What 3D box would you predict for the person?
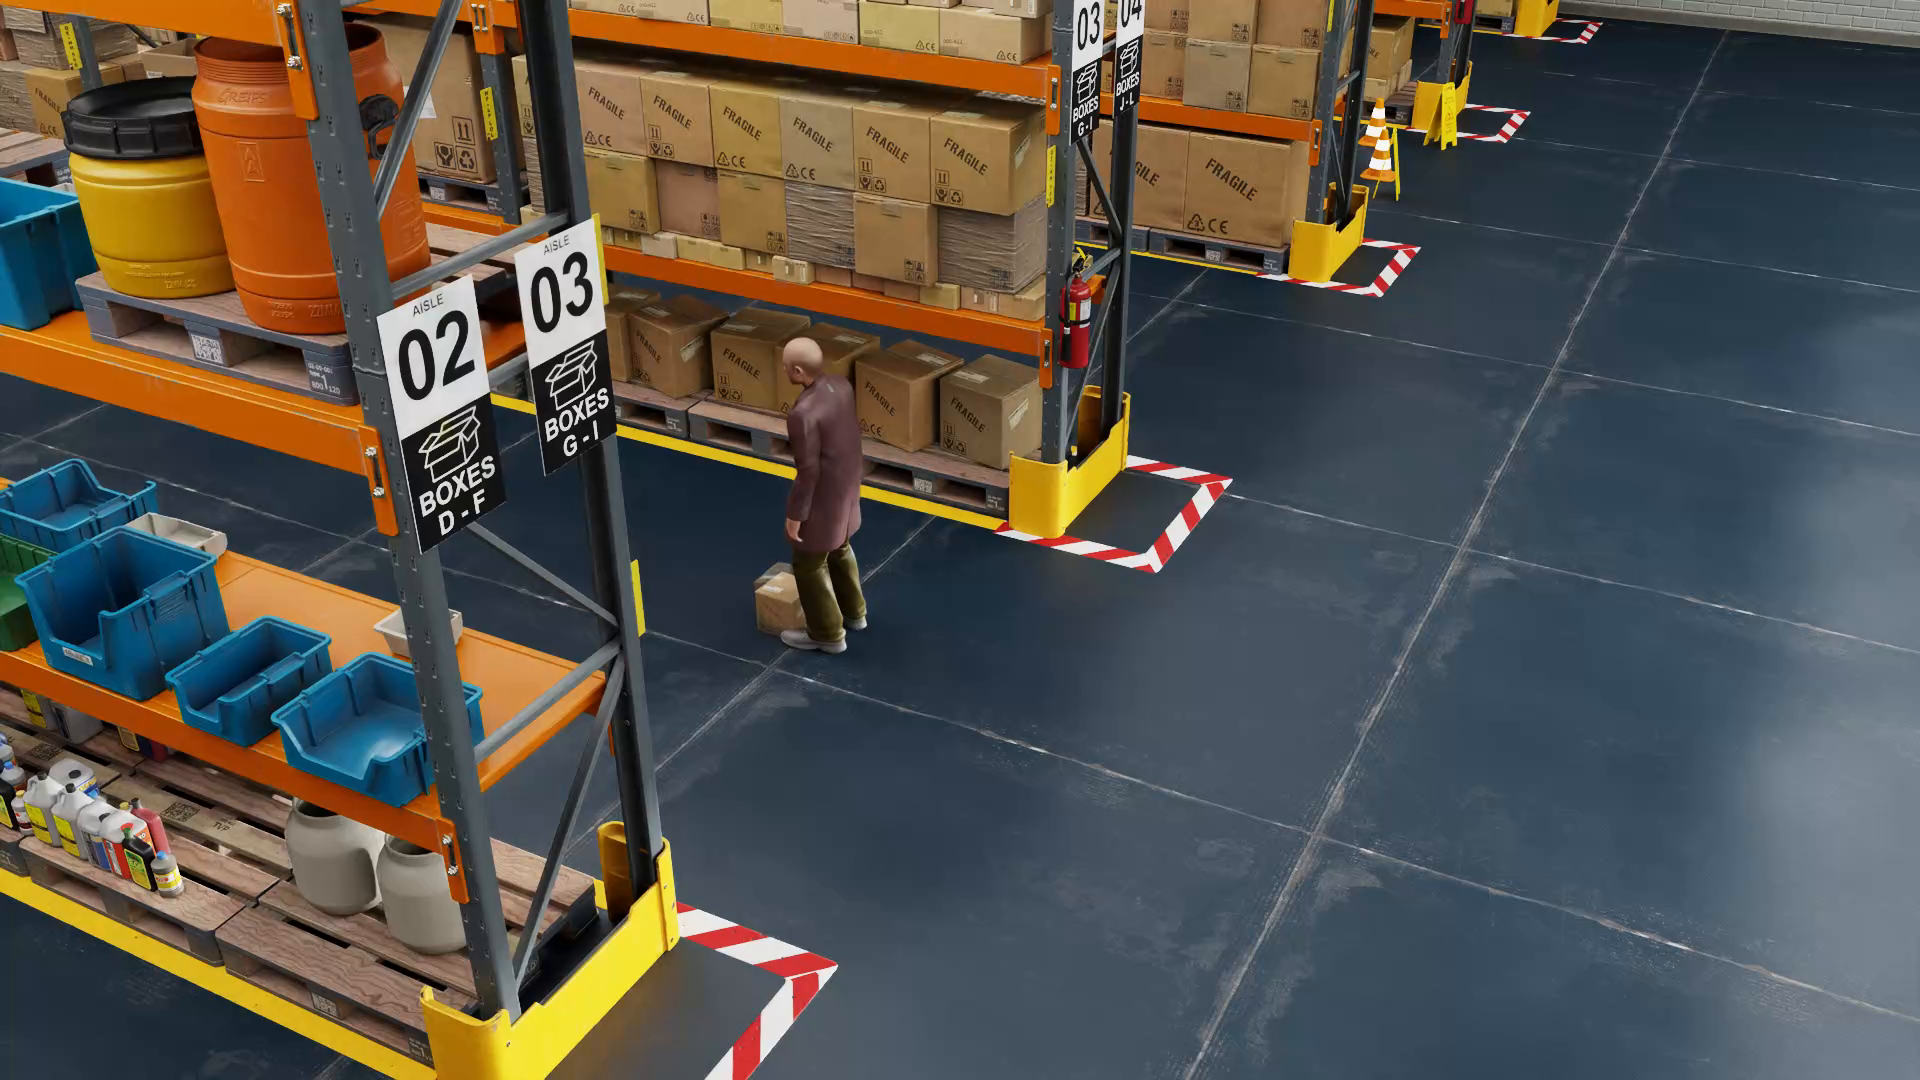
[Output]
[{"bbox_3d":[-0.732,-0.235,8.726,0.429,1.772,0.647,12,32,20],"label":"person"}]
